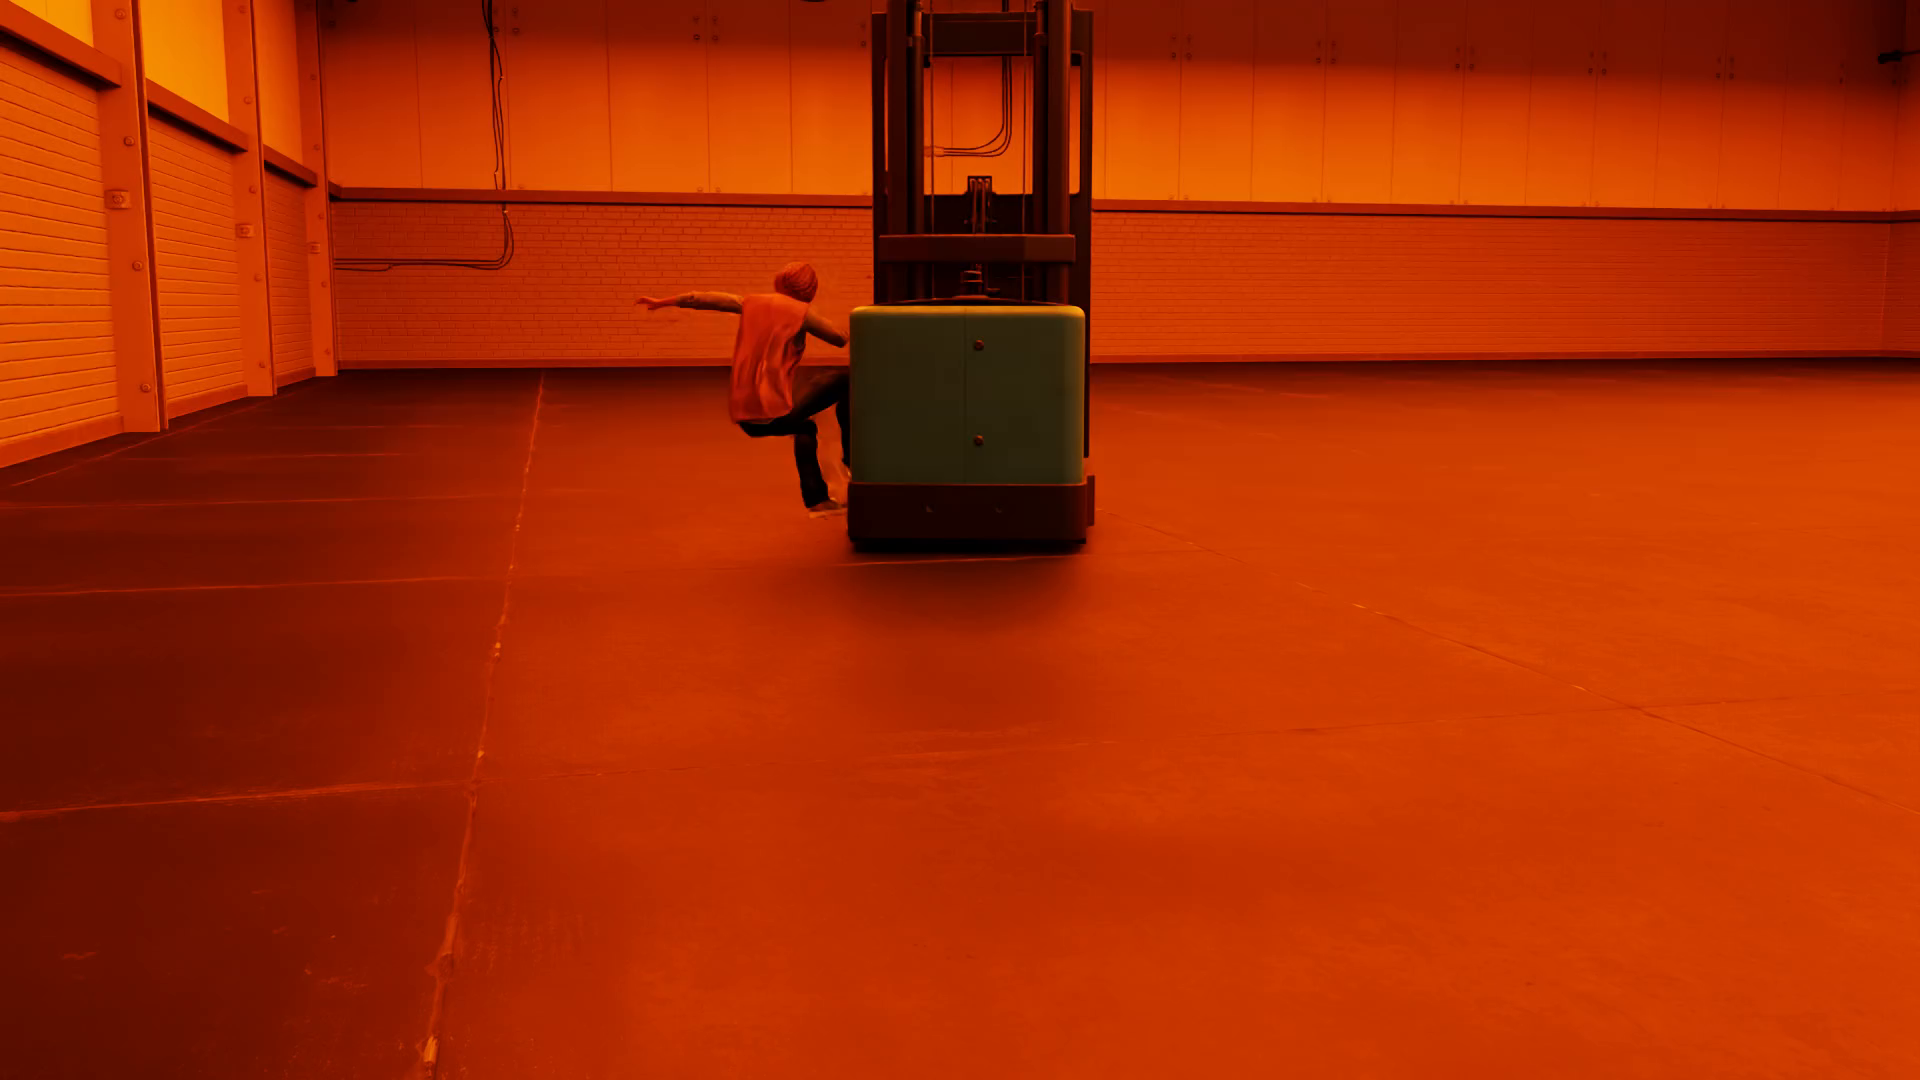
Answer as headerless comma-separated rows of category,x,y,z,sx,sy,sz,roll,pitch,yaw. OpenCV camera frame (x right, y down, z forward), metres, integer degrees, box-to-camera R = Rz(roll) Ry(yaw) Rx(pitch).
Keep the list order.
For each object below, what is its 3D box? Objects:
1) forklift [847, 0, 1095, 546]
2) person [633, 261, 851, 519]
forklift,0.129,-1.593,8.516,1.130,2.935,3.031,1,8,4
person,-0.917,-0.701,7.941,1.223,1.214,0.638,5,9,31
